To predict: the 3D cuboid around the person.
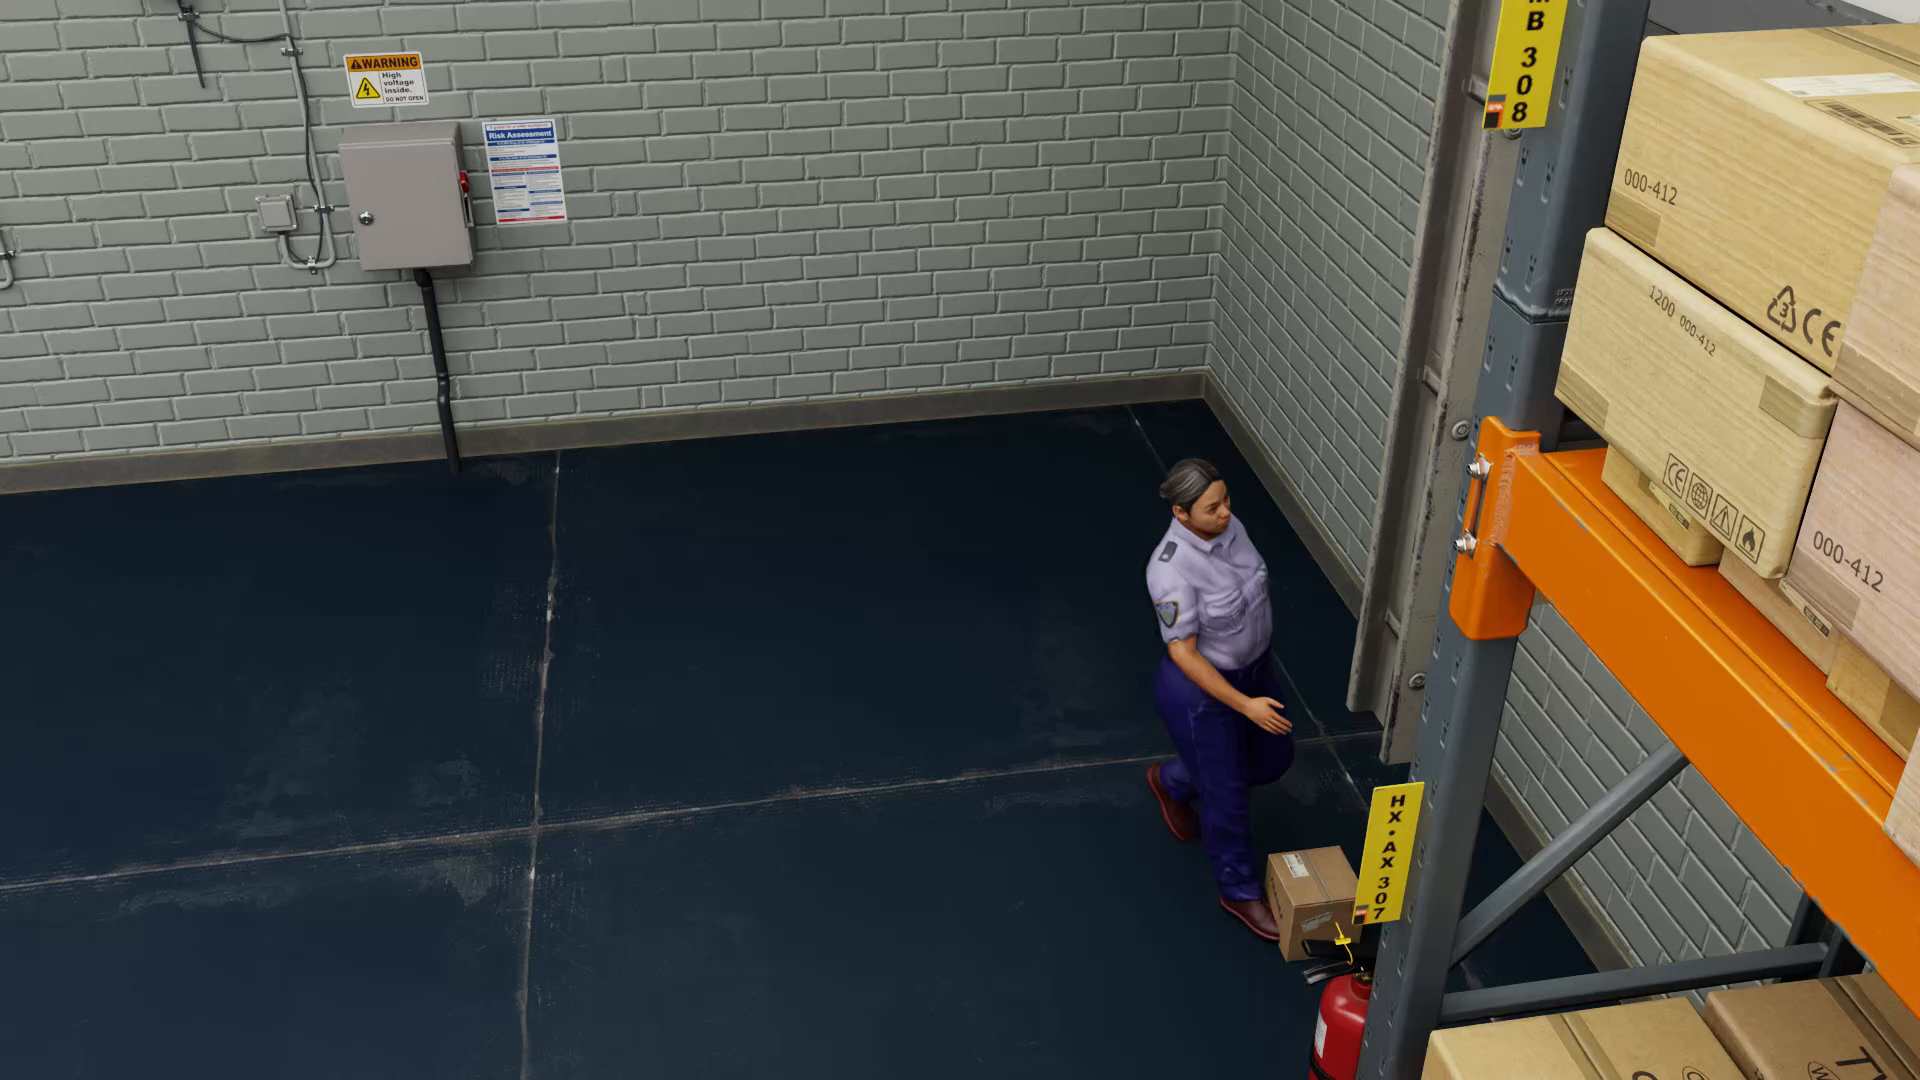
[{"bbox_3d":[0.887,0.492,5.340,0.717,1.605,0.546,22,37,32],"label":"person"}]
